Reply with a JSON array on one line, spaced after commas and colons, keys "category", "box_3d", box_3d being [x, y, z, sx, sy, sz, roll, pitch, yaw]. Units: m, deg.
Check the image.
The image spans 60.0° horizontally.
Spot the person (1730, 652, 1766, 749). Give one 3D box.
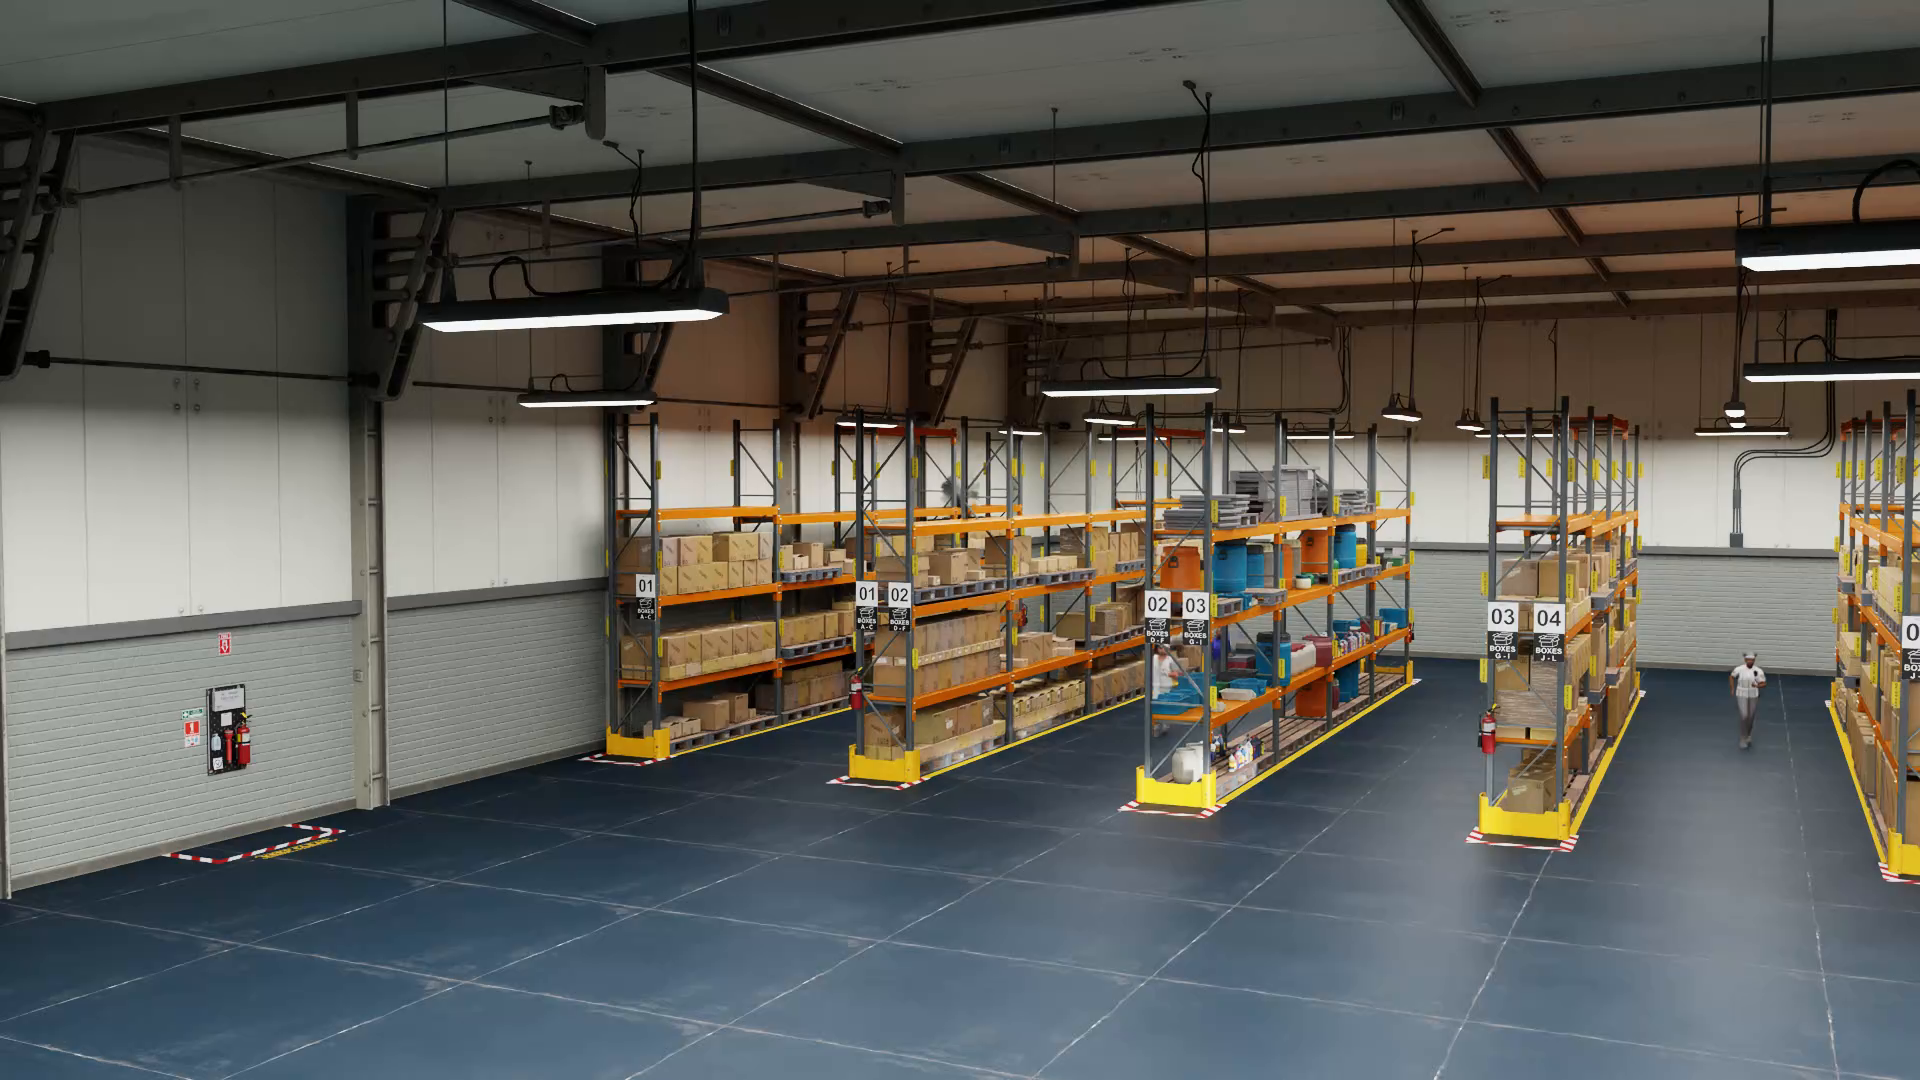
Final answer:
[{"category": "person", "box_3d": [14.298, 2.882, 30.161, 0.565, 1.746, 0.744, 1, 2, 16]}]

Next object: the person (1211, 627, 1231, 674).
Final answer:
[{"category": "person", "box_3d": [5.578, 2.696, 35.956, 0.558, 1.595, 0.589, 1, 2, 14]}]

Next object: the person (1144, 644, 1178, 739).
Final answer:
[{"category": "person", "box_3d": [3.768, 2.800, 31.136, 0.645, 1.841, 0.767, 1, 2, 12]}]
